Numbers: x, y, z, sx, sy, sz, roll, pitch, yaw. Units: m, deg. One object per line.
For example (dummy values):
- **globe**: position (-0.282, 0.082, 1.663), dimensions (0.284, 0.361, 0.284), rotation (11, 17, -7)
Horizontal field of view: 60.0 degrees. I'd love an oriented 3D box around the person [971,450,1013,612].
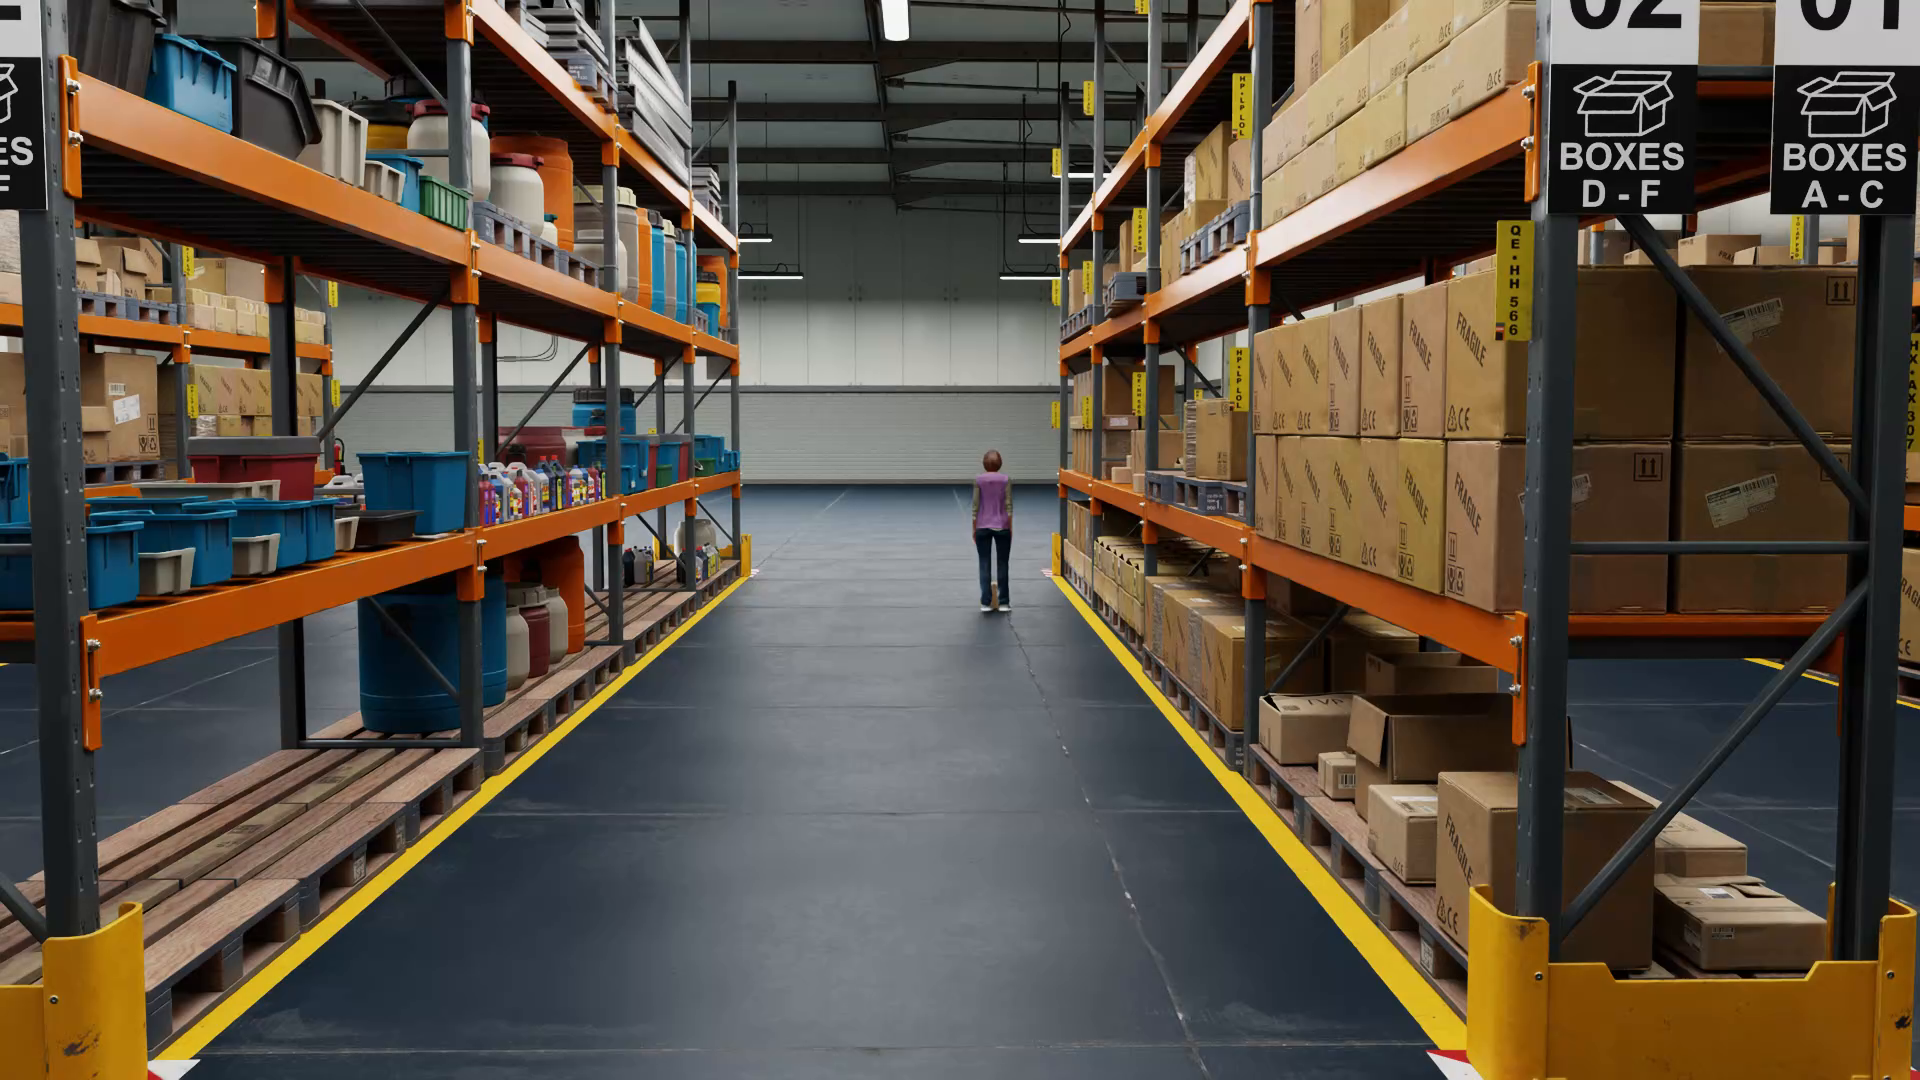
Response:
- **person**: position (0.314, -0.083, 16.382), dimensions (0.410, 1.603, 0.319), rotation (0, 4, 3)
